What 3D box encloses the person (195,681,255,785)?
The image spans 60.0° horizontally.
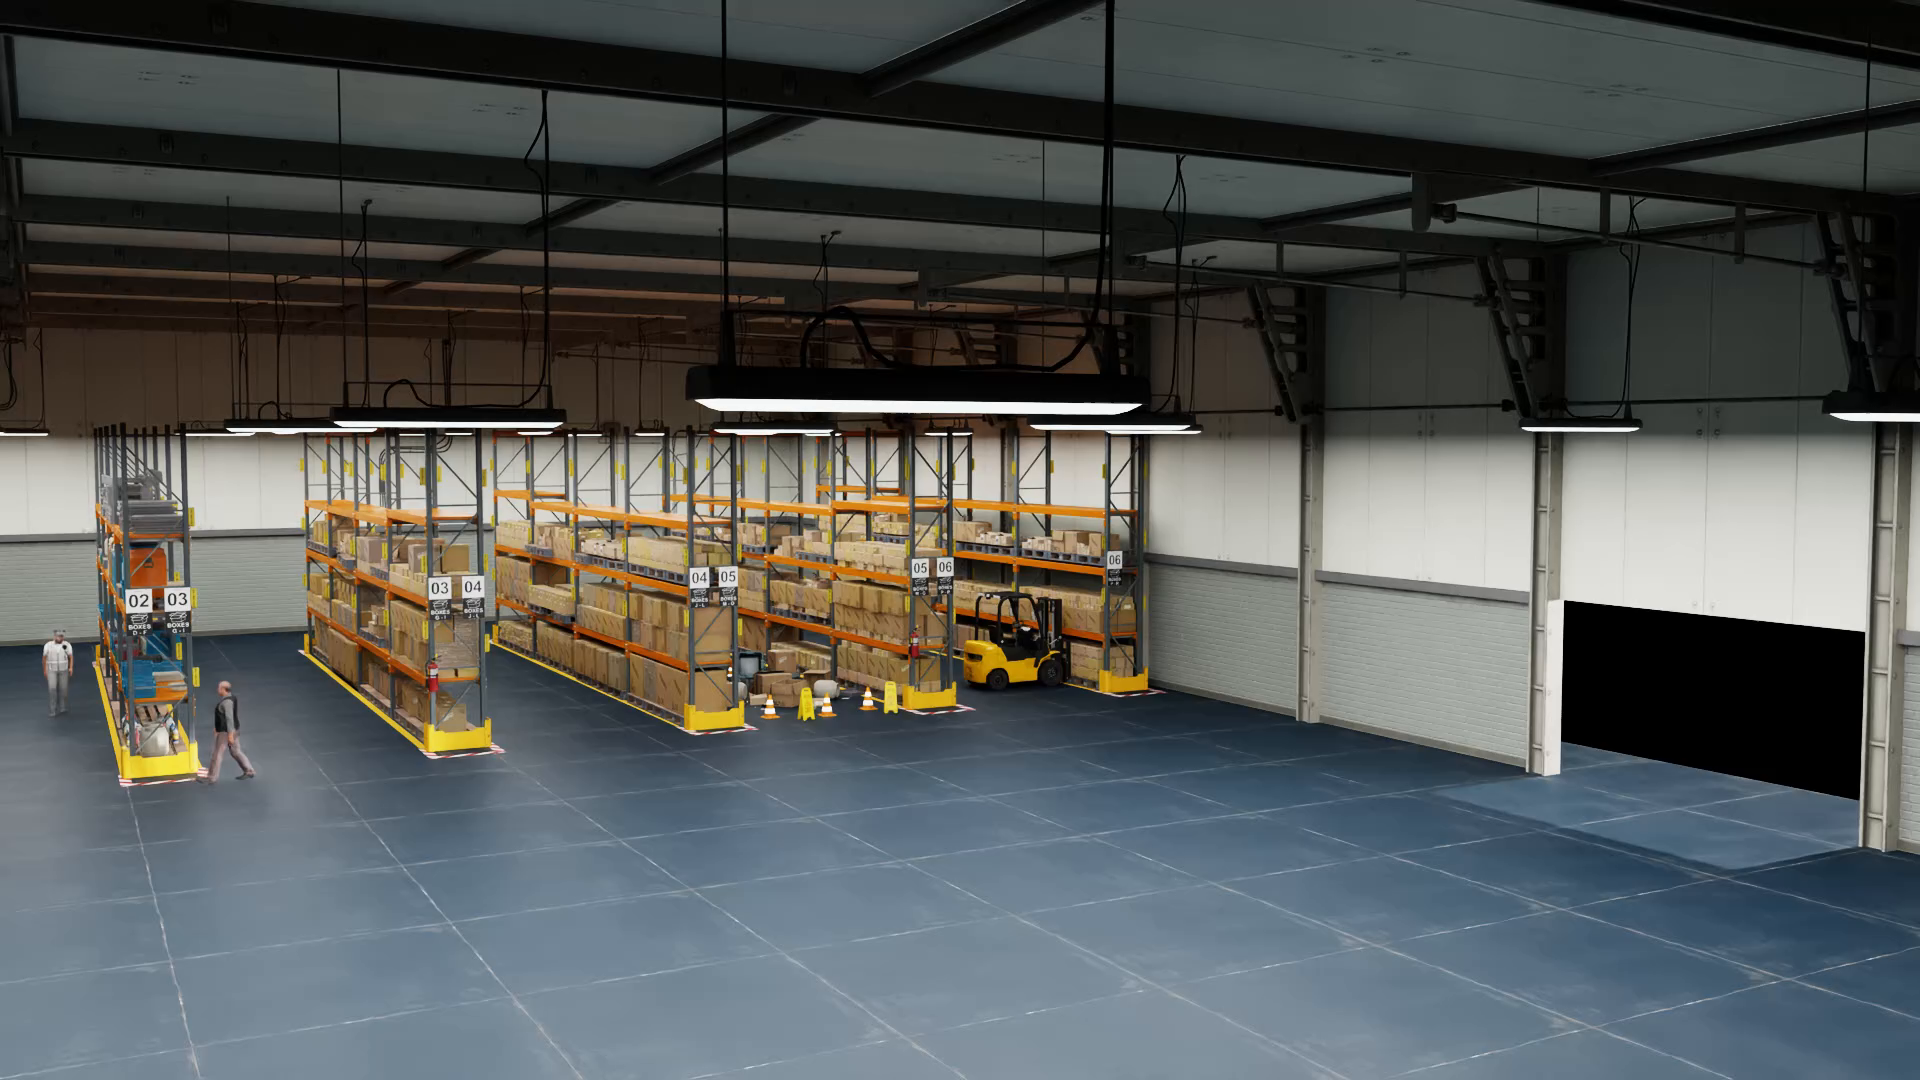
[{"bbox_3d":[-12.256,3.202,27.733,0.872,1.700,0.549,-1,4,-13],"label":"person"}]

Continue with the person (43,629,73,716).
[{"bbox_3d":[-18.801,2.765,34.701,0.561,1.795,0.673,-2,4,-33],"label":"person"}]

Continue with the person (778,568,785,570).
[{"bbox_3d":[-5.733,1.689,53.106,0.509,1.642,0.992,3,4,40],"label":"person"}]
